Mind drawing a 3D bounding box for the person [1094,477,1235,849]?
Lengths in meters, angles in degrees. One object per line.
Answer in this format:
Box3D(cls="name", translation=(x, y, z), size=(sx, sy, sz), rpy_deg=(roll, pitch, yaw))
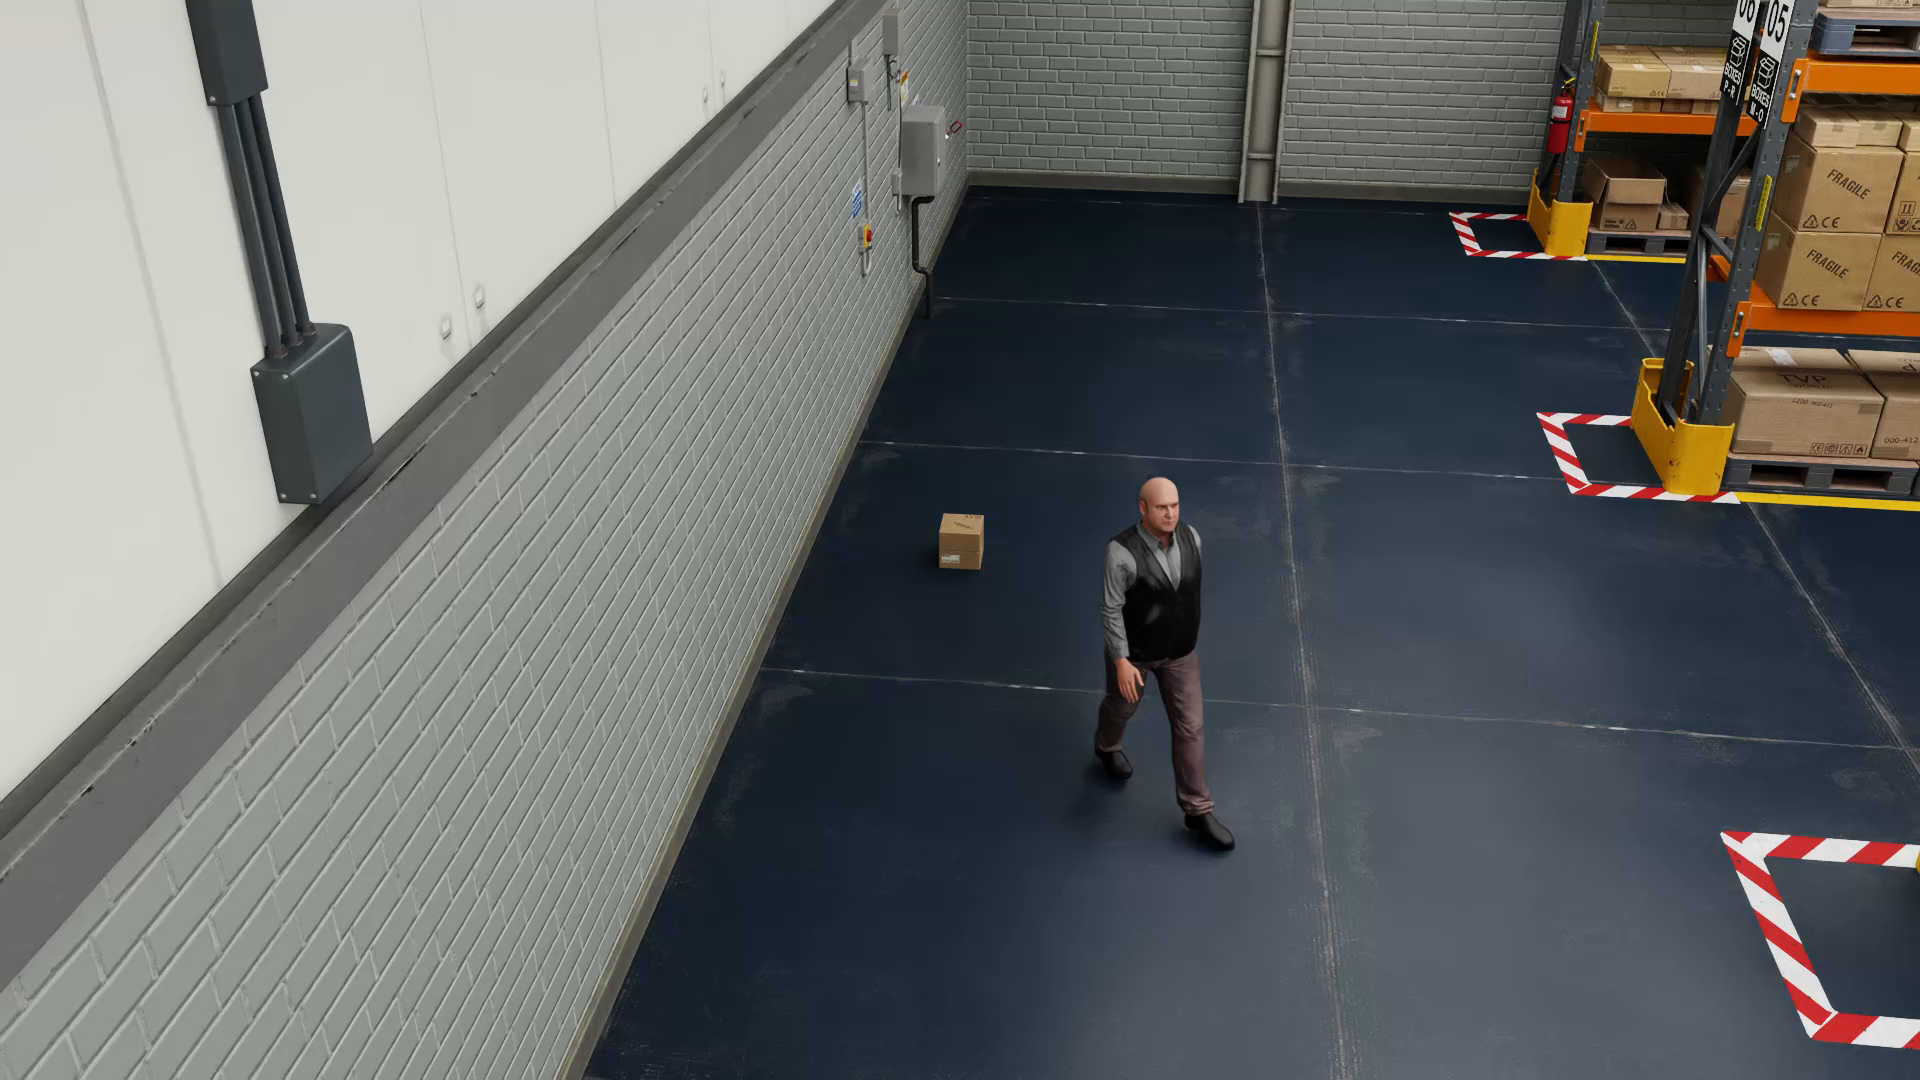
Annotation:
Box3D(cls="person", translation=(0.918, 0.525, 7.641), size=(0.568, 1.667, 0.972), rpy_deg=(-11, 30, -19))
